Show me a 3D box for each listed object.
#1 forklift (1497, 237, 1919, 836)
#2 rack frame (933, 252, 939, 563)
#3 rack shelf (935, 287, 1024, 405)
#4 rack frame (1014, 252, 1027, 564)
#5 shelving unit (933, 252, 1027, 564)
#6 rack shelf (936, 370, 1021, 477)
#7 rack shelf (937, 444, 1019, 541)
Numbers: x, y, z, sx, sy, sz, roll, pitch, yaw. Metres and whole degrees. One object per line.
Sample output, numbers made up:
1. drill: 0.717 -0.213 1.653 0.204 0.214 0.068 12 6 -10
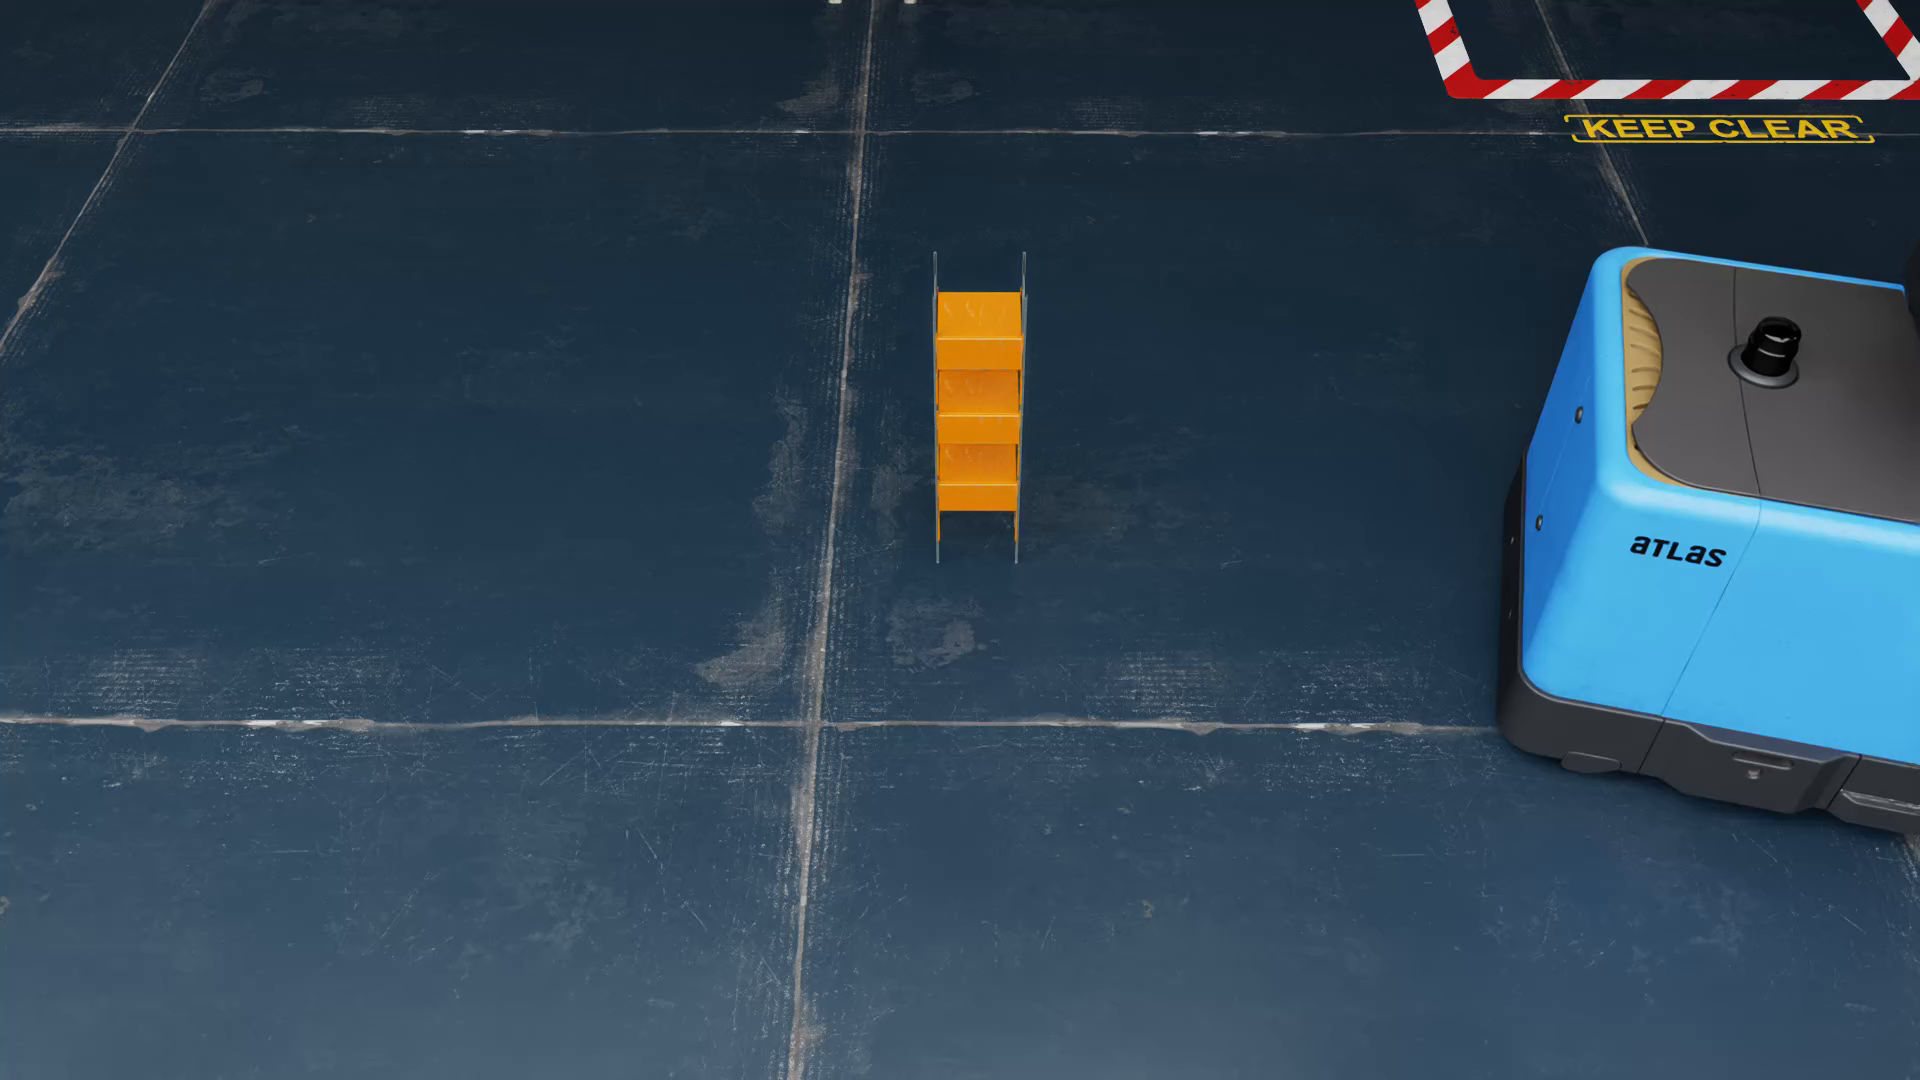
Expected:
1. forklift: 3.084 -0.481 3.695 3.031 2.935 1.130 10 48 9
2. rack frame: -0.068 -0.358 4.866 0.008 1.050 0.200 0 47 0
3. rack shelf: 0.054 -0.544 4.666 0.240 0.259 0.215 0 47 0
4. rack frame: 0.176 -0.357 4.865 0.008 1.050 0.200 0 47 0
5. shelving unit: 0.054 -0.358 4.866 0.252 1.050 0.215 0 47 0
6. rack shelf: 0.054 -0.350 4.873 0.240 0.259 0.215 0 47 0
7. rack shelf: 0.054 -0.161 5.077 0.240 0.259 0.215 0 47 0
